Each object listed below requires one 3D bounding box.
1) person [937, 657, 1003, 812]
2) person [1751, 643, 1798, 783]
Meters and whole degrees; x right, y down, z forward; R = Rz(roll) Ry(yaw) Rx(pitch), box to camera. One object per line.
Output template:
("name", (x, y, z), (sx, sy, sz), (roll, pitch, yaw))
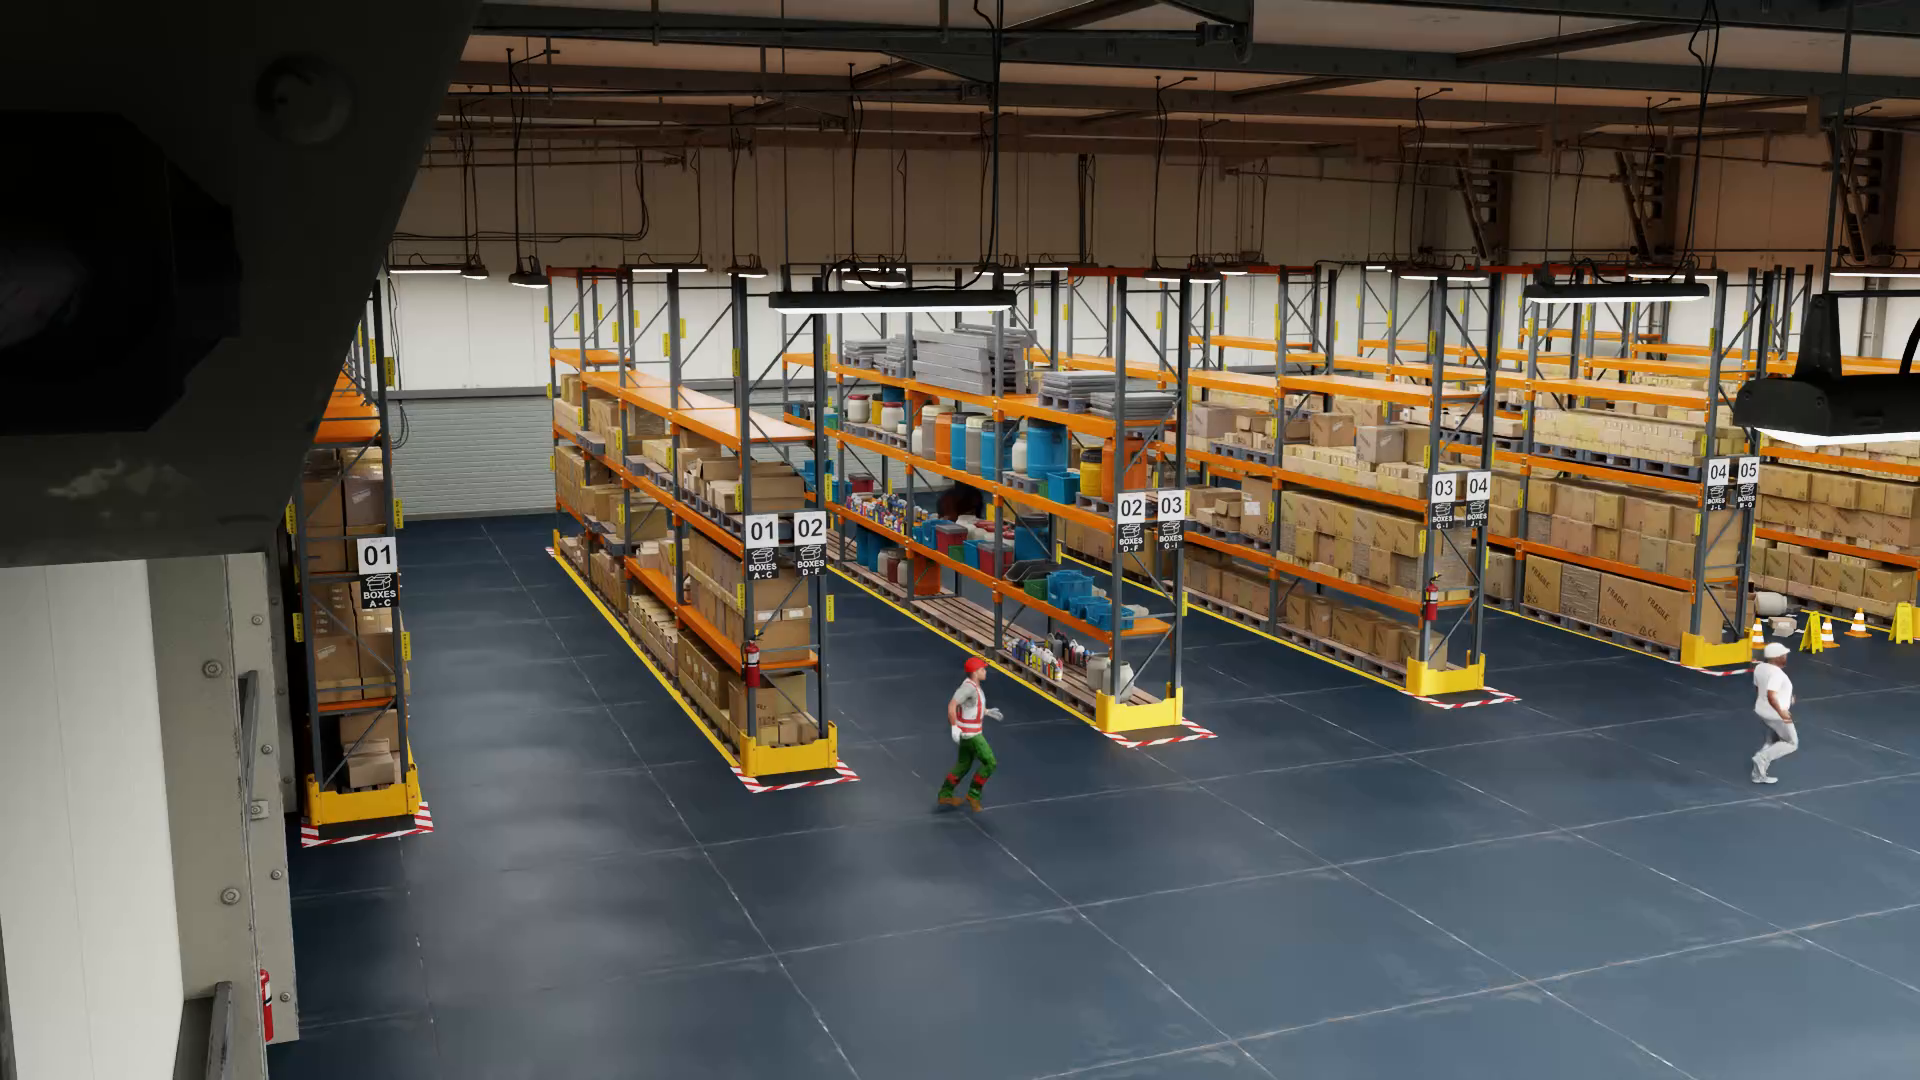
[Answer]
("person", (0.115, 2.232, 18.913), (0.751, 1.829, 0.662), (0, 10, 0))
("person", (9.722, 2.068, 19.818), (0.575, 1.720, 0.691), (0, 10, 0))
